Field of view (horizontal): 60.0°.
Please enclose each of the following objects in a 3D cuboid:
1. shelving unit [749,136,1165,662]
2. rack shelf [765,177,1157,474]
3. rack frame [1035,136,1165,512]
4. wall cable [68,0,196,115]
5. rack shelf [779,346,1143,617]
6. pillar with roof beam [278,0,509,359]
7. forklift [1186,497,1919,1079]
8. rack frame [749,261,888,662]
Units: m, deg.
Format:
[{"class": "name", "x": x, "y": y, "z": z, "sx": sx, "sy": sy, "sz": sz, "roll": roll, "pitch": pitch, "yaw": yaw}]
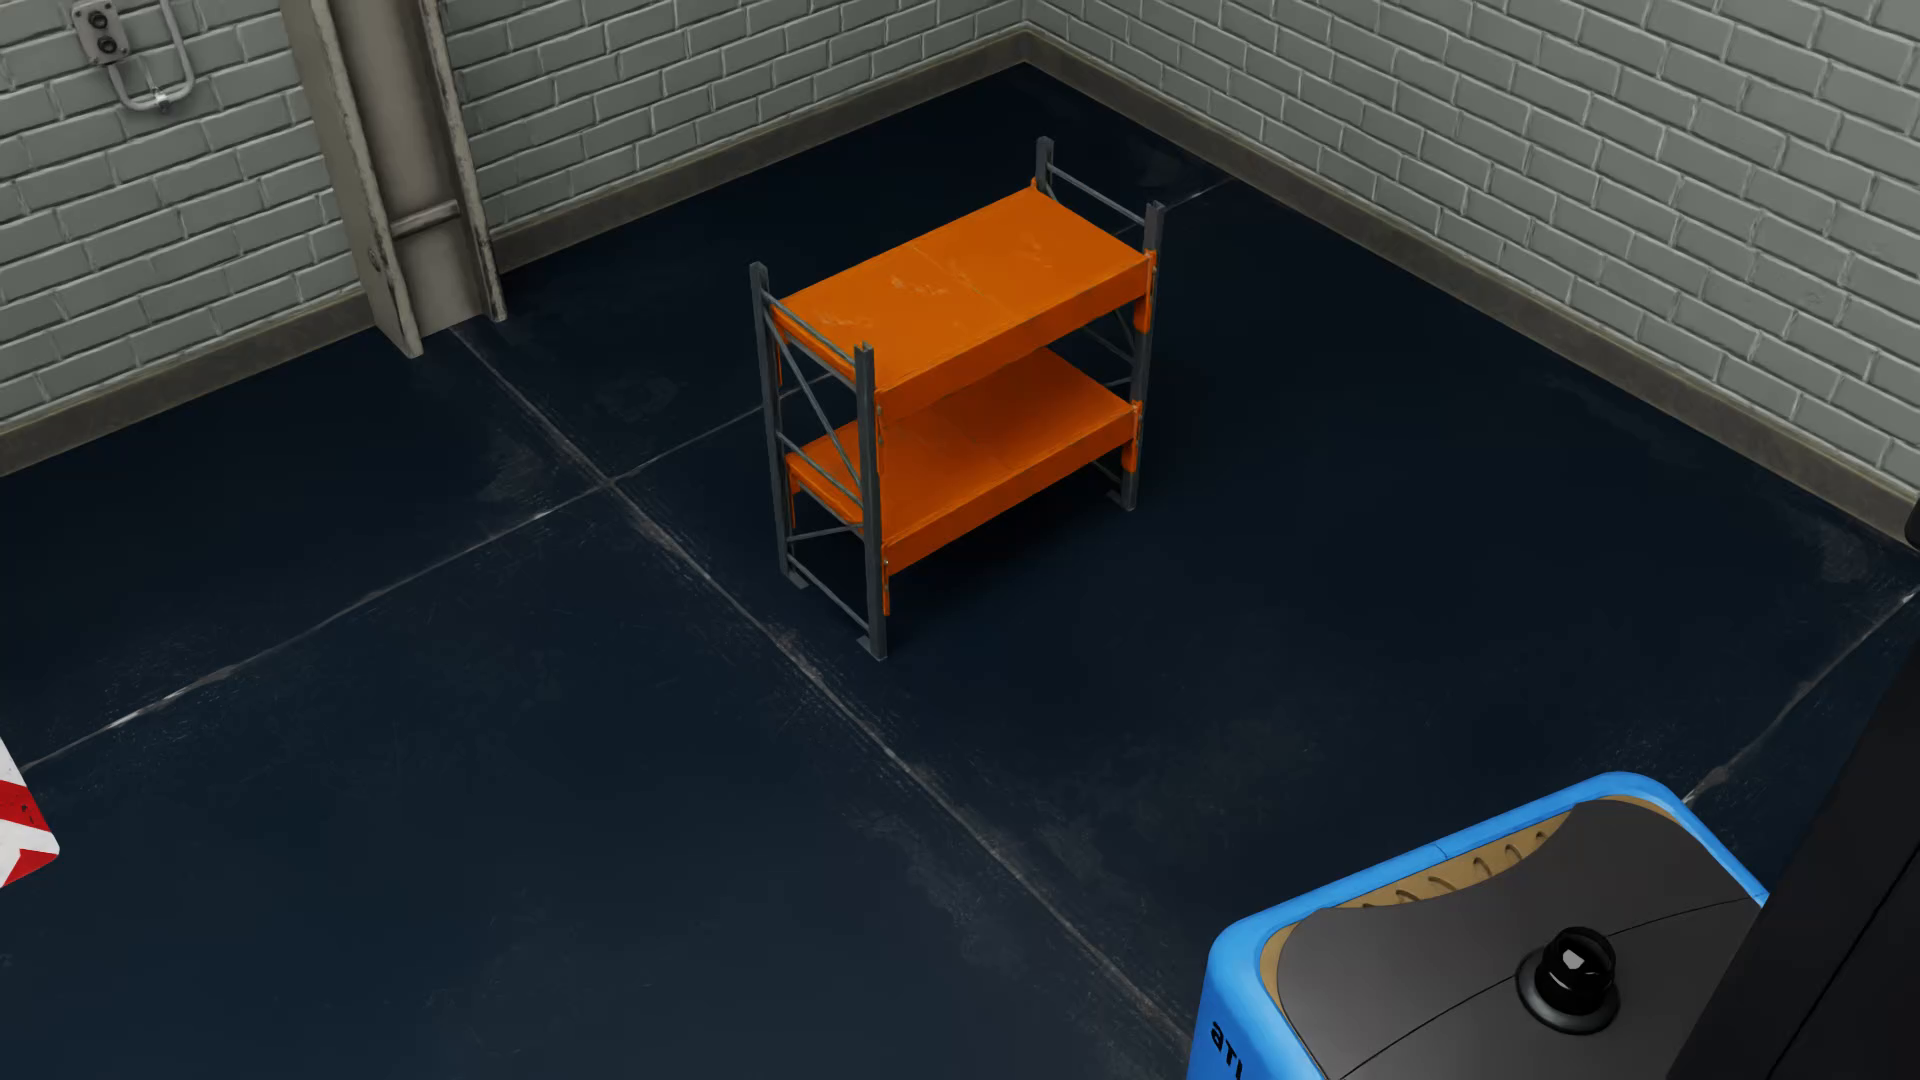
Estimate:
[{"class": "shelving unit", "x": 0.005, "y": -0.413, "z": 4.868, "sx": 1.048, "sy": 1.125, "sz": 0.538, "roll": -30, "pitch": 51, "yaw": -28}, {"class": "rack shelf", "x": 0.005, "y": -0.626, "z": 4.668, "sx": 1.000, "sy": 0.278, "sz": 0.538, "roll": -30, "pitch": 51, "yaw": -28}, {"class": "rack frame", "x": 0.395, "y": -0.636, "z": 5.106, "sx": 0.032, "sy": 1.125, "sz": 0.500, "roll": -30, "pitch": 51, "yaw": -28}, {"class": "wall cable", "x": -3.050, "y": -1.696, "z": 4.122, "sx": 1.851, "sy": 1.984, "sz": 0.084, "roll": -30, "pitch": 51, "yaw": -28}, {"class": "rack shelf", "x": 0.005, "y": -0.235, "z": 5.035, "sx": 1.000, "sy": 0.278, "sz": 0.538, "roll": -30, "pitch": 51, "yaw": -28}, {"class": "pillar with roof beam", "x": 0.853, "y": -1.832, "z": 0.628, "sx": 0.400, "sy": 9.000, "sz": 9.100, "roll": -30, "pitch": 51, "yaw": -28}, {"class": "forklift", "x": 1.487, "y": 1.199, "z": 1.832, "sx": 1.130, "sy": 2.935, "sz": 3.031, "roll": -17, "pitch": 46, "yaw": -17}, {"class": "rack frame", "x": -0.385, "y": -0.190, "z": 4.630, "sx": 0.032, "sy": 1.125, "sz": 0.500, "roll": -30, "pitch": 51, "yaw": -28}]
